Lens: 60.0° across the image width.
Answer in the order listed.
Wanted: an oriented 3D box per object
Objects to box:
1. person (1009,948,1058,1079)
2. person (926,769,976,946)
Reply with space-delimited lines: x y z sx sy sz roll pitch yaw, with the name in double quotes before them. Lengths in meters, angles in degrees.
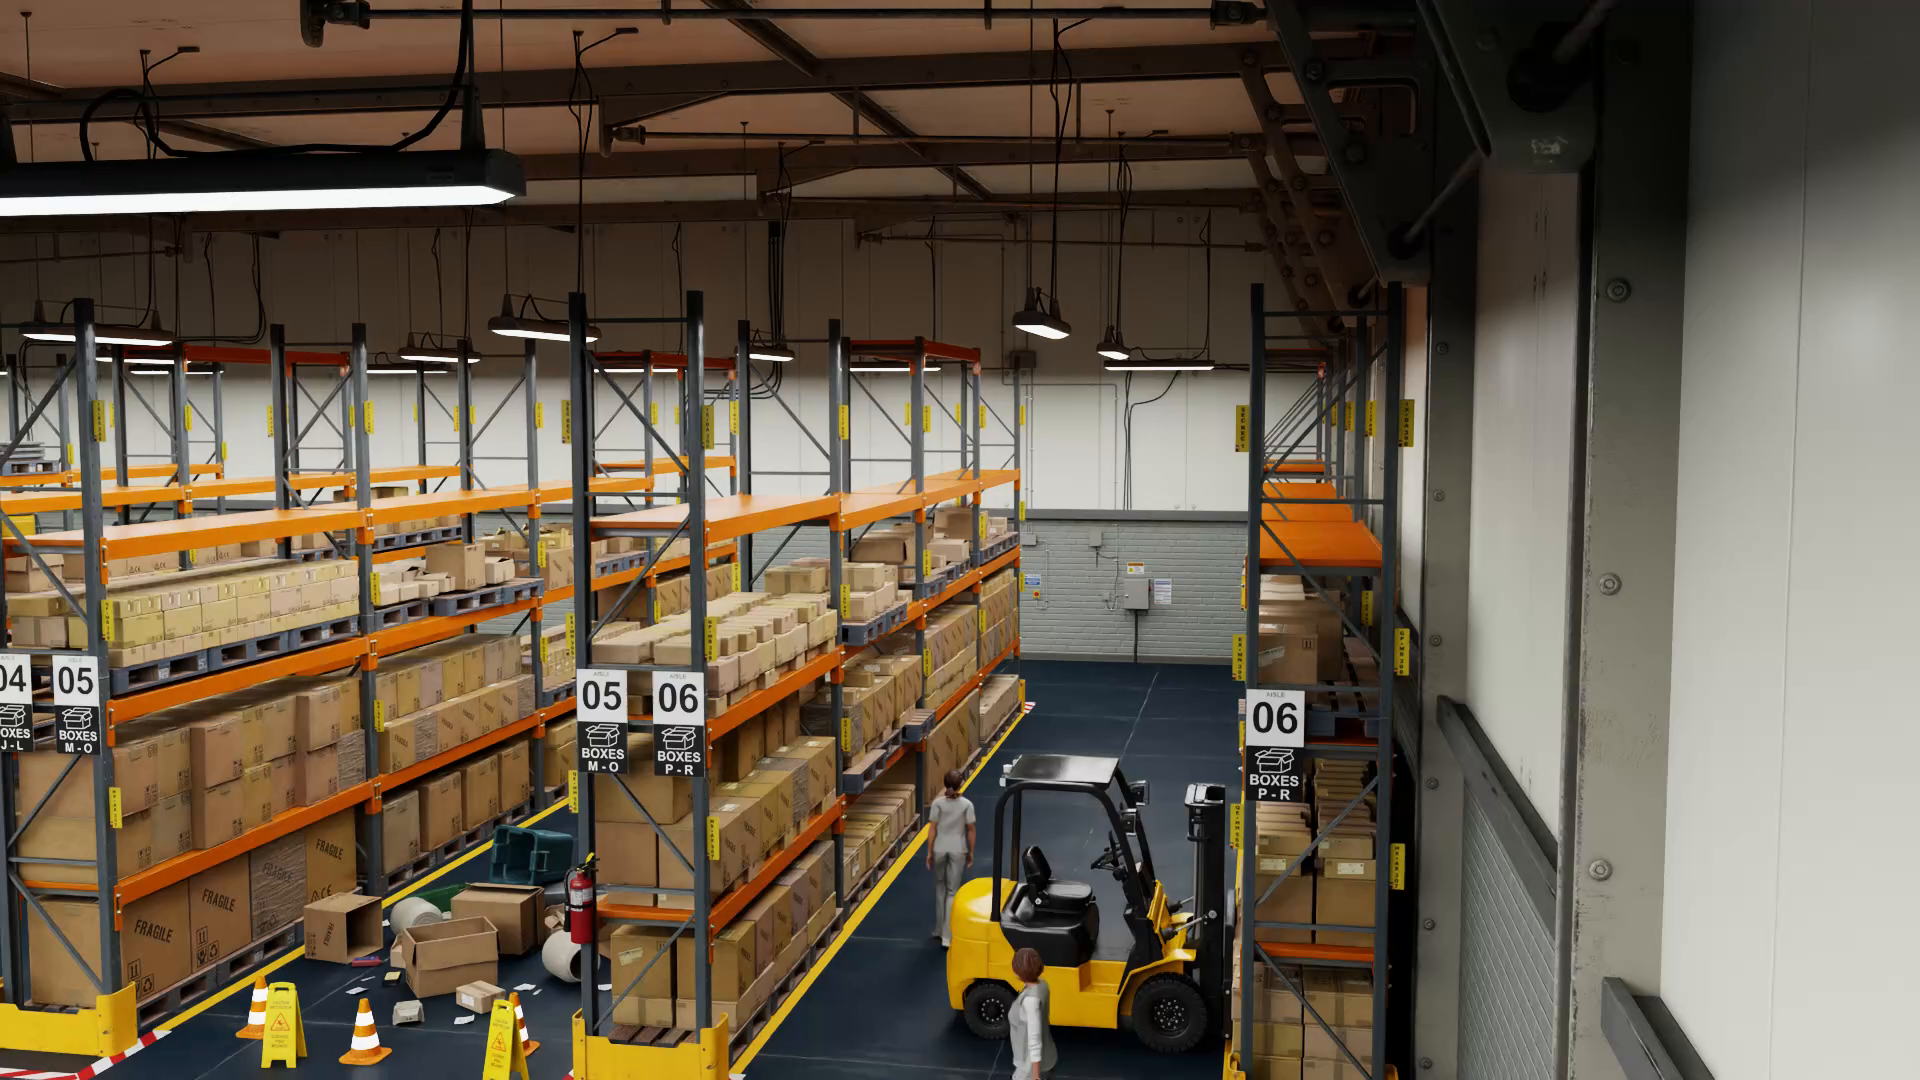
"person" 0.503 3.489 11.093 0.774 1.560 0.446 1 5 14
"person" -0.085 3.072 16.027 0.462 1.715 0.595 1 5 7
